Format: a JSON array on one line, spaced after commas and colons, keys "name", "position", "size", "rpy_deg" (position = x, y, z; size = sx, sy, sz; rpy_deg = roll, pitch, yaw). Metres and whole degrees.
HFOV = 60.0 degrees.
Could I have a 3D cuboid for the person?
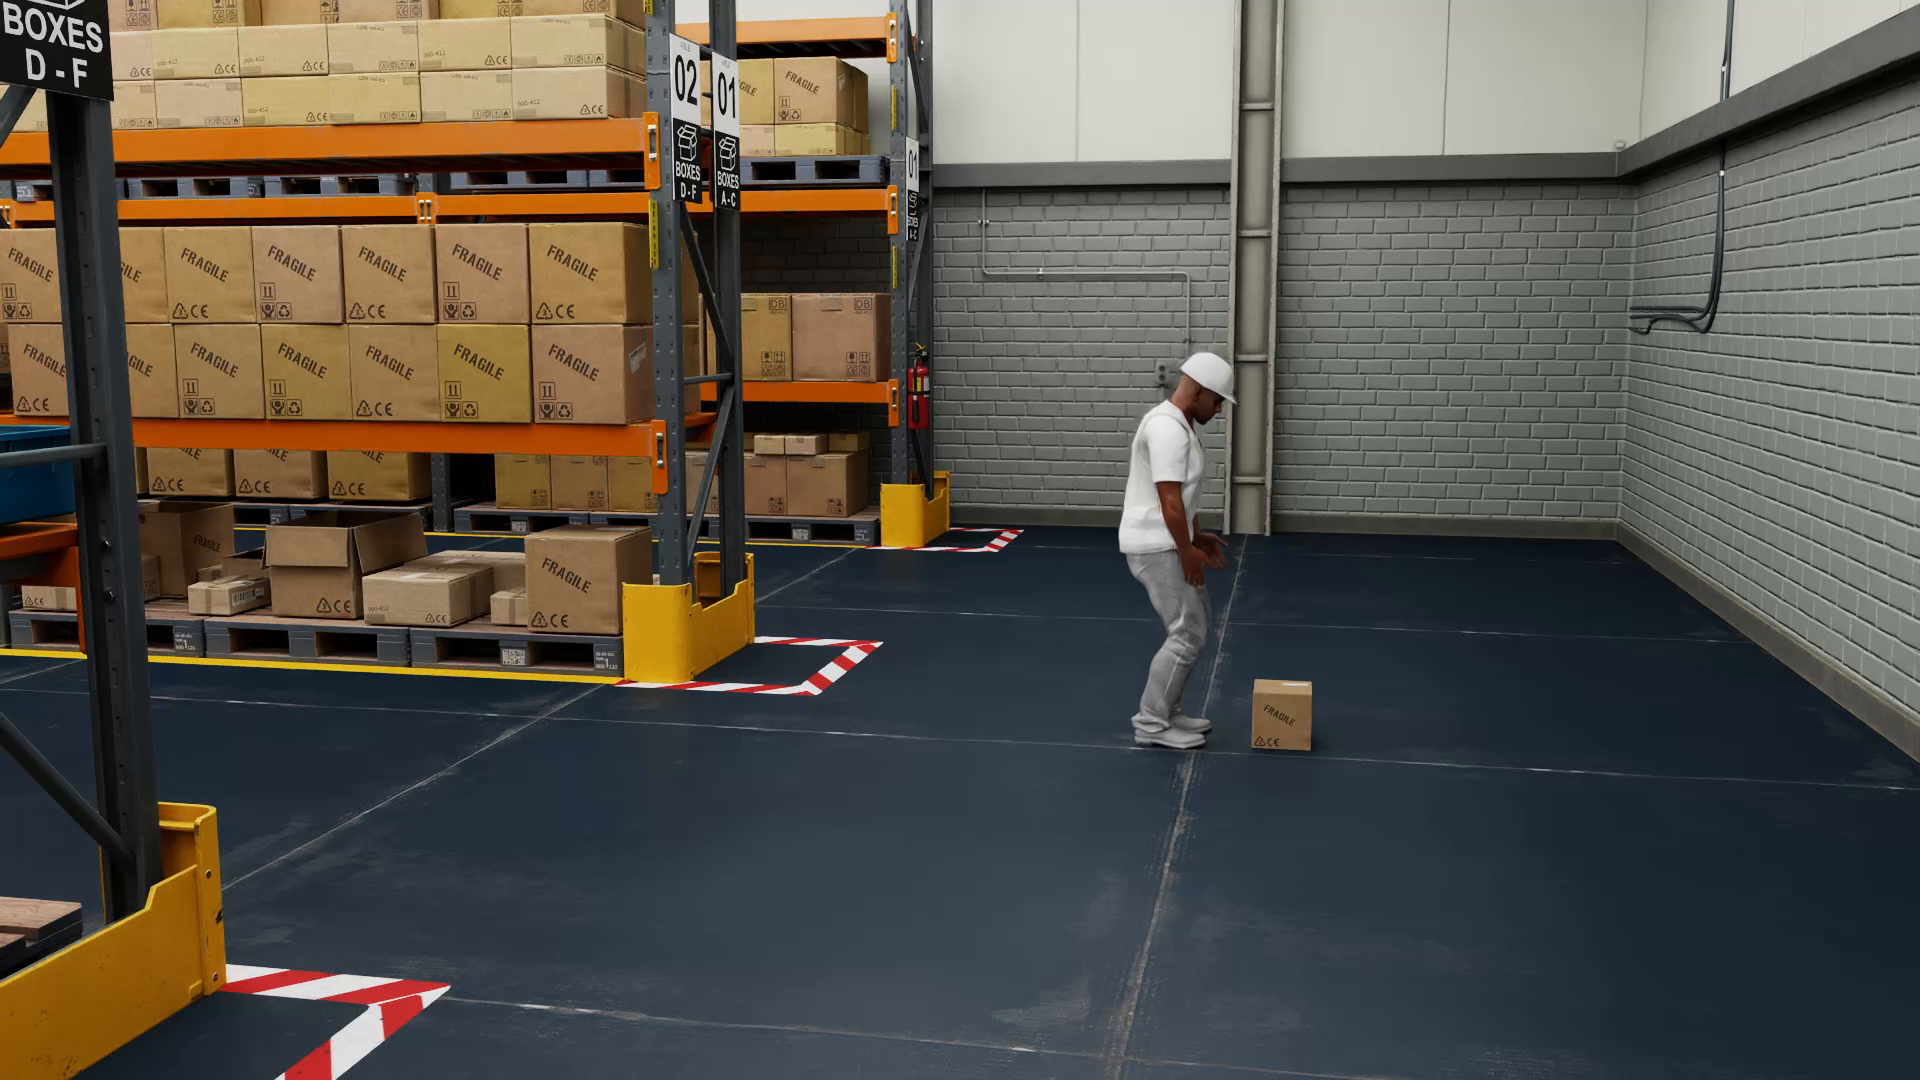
[{"name": "person", "position": [0.950, 0.032, 7.261], "size": [0.491, 1.696, 0.599], "rpy_deg": [2, 8, 13]}]
